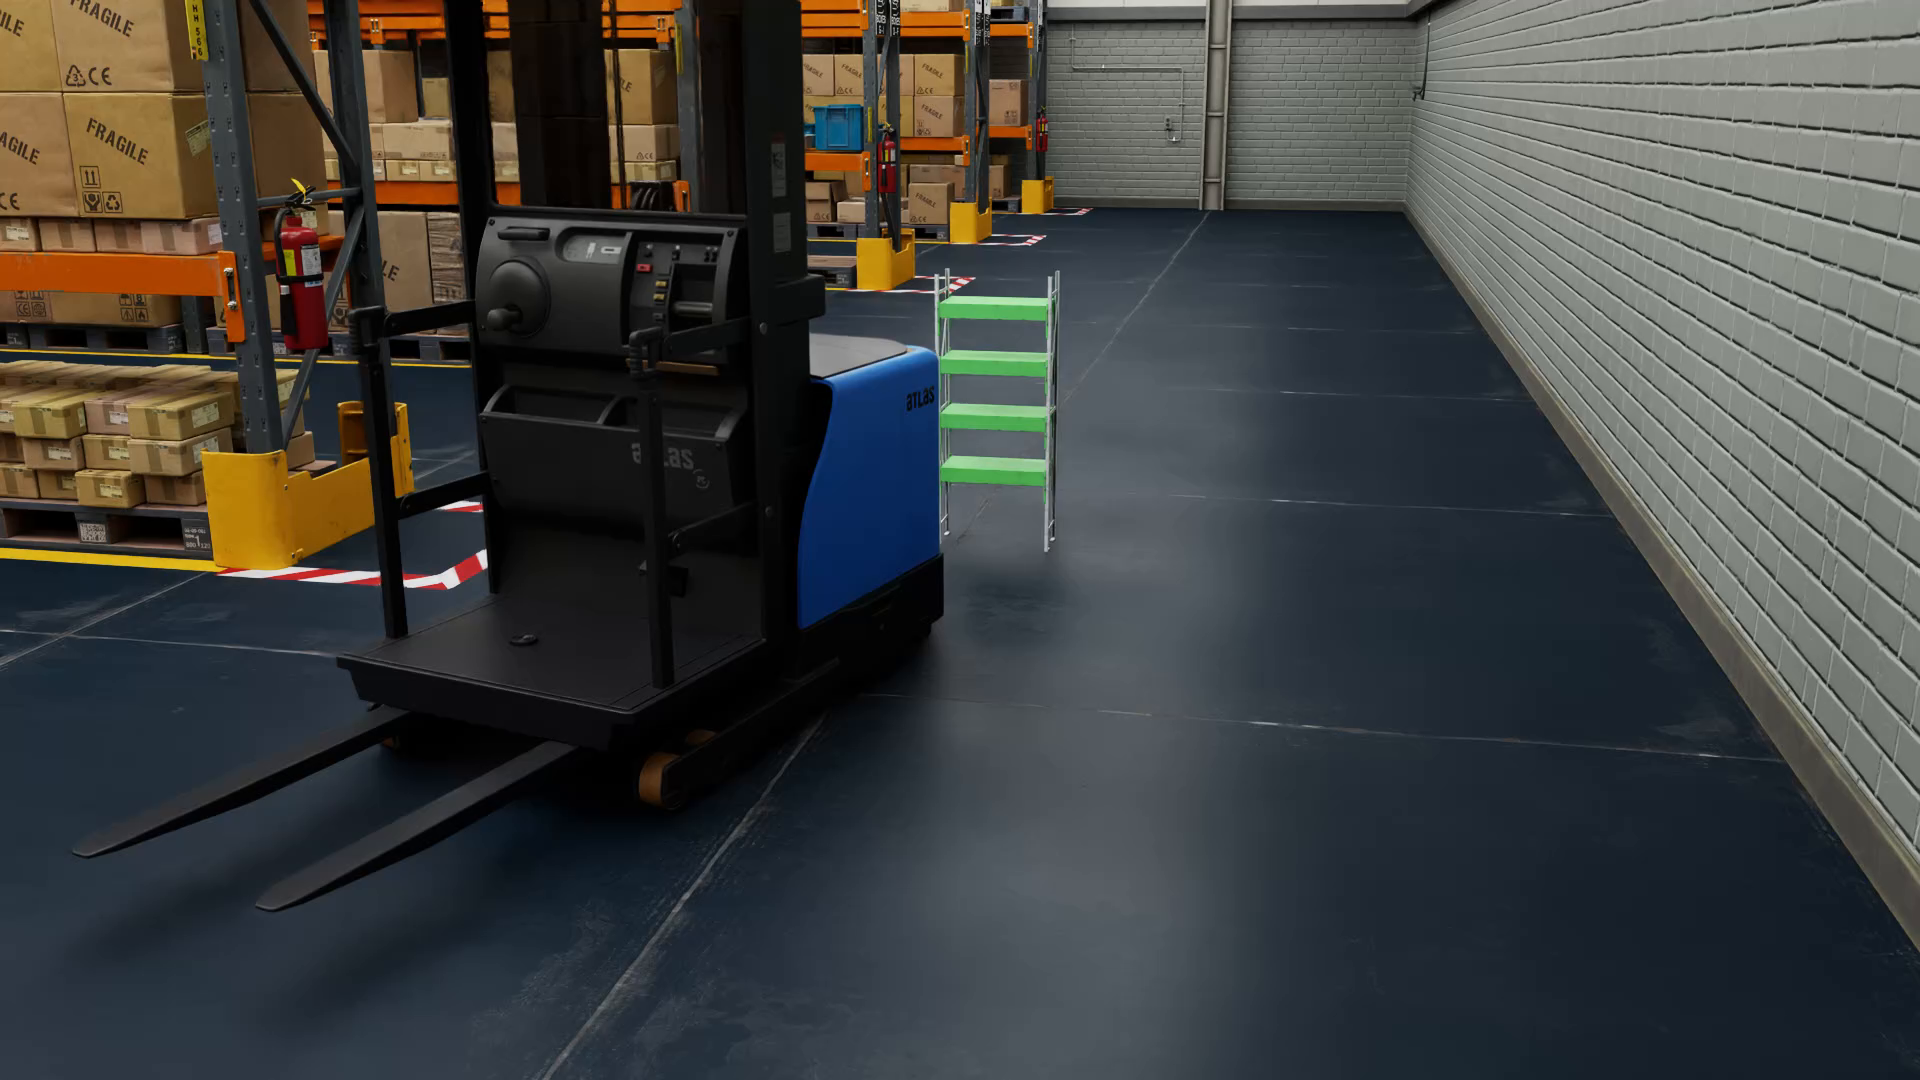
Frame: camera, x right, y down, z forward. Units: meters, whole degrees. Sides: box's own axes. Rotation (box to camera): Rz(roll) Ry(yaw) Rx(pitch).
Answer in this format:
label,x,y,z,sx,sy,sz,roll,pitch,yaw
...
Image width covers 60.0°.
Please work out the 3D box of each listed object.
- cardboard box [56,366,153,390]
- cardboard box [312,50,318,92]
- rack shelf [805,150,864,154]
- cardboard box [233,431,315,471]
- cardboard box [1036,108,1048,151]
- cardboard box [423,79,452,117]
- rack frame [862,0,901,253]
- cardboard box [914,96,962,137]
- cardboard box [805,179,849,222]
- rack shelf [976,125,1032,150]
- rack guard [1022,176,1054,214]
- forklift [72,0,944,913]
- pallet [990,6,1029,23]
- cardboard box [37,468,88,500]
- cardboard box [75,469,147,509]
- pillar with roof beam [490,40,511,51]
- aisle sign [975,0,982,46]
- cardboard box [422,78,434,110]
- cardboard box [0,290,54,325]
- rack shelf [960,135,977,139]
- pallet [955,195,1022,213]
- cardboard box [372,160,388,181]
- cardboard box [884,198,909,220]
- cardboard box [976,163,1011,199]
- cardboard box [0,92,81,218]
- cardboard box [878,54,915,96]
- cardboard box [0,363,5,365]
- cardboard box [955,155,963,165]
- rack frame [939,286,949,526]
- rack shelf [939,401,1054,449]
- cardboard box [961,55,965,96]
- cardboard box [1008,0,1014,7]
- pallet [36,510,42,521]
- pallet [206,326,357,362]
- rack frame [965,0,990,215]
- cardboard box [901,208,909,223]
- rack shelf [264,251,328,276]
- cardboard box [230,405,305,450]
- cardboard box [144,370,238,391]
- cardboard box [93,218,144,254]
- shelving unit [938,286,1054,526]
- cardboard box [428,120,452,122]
label,x,y,z,sx,sy,sz,roll,pitch,yaw
cardboard box,-4.065,-0.725,7.931,0.250,0.149,0.380,2,16,8
cardboard box,-4.777,-3.289,12.064,0.500,0.500,0.500,3,16,11
rack shelf,-2.729,-3.948,16.973,3.809,0.052,0.919,3,16,11
cardboard box,-3.294,-0.412,7.914,0.250,0.149,0.380,3,16,12
cardboard box,-7.517,-3.071,15.167,11.946,1.402,25.539,4,16,14
cardboard box,-6.979,-6.027,22.658,0.500,0.500,0.700,-2,16,-8
rack frame,-0.770,-4.060,16.528,0.127,3.000,1.000,3,16,11
cardboard box,-0.272,-5.356,21.021,0.500,0.500,0.500,4,16,13
cardboard box,-1.856,-4.478,21.892,0.637,0.503,0.797,3,16,11
rack shelf,-0.755,-6.411,26.364,4.000,0.370,1.077,3,16,11
rack guard,1.228,-5.445,26.213,0.348,0.500,1.175,3,16,11
forklift,-1.160,-0.777,4.808,1.130,2.935,3.031,7,17,25
pallet,0.476,-8.091,25.628,1.213,0.211,1.003,3,16,11
cardboard box,-3.915,-0.297,7.501,0.255,0.149,0.383,3,16,10
cardboard box,-3.674,-0.261,7.368,0.250,0.149,0.380,4,16,13
pillar with roof beam,-8.594,-9.137,23.621,0.400,9.000,9.100,3,16,11
aisle sign,0.227,-6.524,20.556,0.004,0.787,0.394,3,16,11
cardboard box,-14.382,-3.307,14.318,5.659,1.310,30.571,3,16,11
cardboard box,-7.183,-2.231,13.121,0.875,0.875,1.225,3,16,9
rack shelf,-1.739,-5.243,21.650,3.809,0.052,0.919,3,16,11
pallet,0.406,-5.329,26.336,1.213,0.211,1.003,3,16,11
cardboard box,-4.182,-2.684,12.033,0.250,0.149,0.380,3,16,12
cardboard box,-0.745,-4.372,21.982,0.500,0.250,0.500,3,16,11
cardboard box,0.499,-5.660,26.202,0.500,0.500,0.700,3,16,11
cardboard box,-3.839,-1.649,7.080,0.500,0.500,0.500,3,16,10
cardboard box,-0.765,-5.864,20.981,0.500,0.500,0.500,4,16,13
cardboard box,-4.849,-0.757,8.045,0.250,0.149,0.380,3,16,11
cardboard box,0.086,-5.945,26.016,0.250,0.149,0.380,4,16,13
rack frame,-0.077,-0.582,7.346,0.006,1.046,0.228,3,16,11
rack shelf,0.162,-0.508,7.317,0.480,0.148,0.258,3,16,11
cardboard box,-0.161,-5.978,21.393,0.500,0.500,0.500,4,16,13
cardboard box,0.538,-8.378,25.806,0.500,0.250,0.500,4,16,14
pallet,-4.899,-0.250,7.999,1.213,0.211,1.003,3,16,11
pallet,-4.947,-1.572,12.771,1.213,0.211,1.003,3,16,11
rack frame,0.221,-5.355,21.205,0.127,3.000,1.000,3,16,11
cardboard box,-0.740,-4.211,21.559,0.250,0.166,0.380,3,16,11
rack shelf,-4.804,-1.300,7.647,3.687,0.071,0.831,3,16,11
cardboard box,-6.212,-0.714,8.348,6.161,0.500,0.689,4,16,13
cardboard box,-3.584,-0.687,7.792,0.250,0.149,0.380,3,16,12
cardboard box,-3.456,-1.317,7.098,0.250,0.149,0.380,3,16,11
shelving unit,0.159,-0.570,7.301,0.487,1.046,0.258,3,16,11
cardboard box,-9.311,-4.769,18.344,13.767,0.500,10.544,3,16,10
